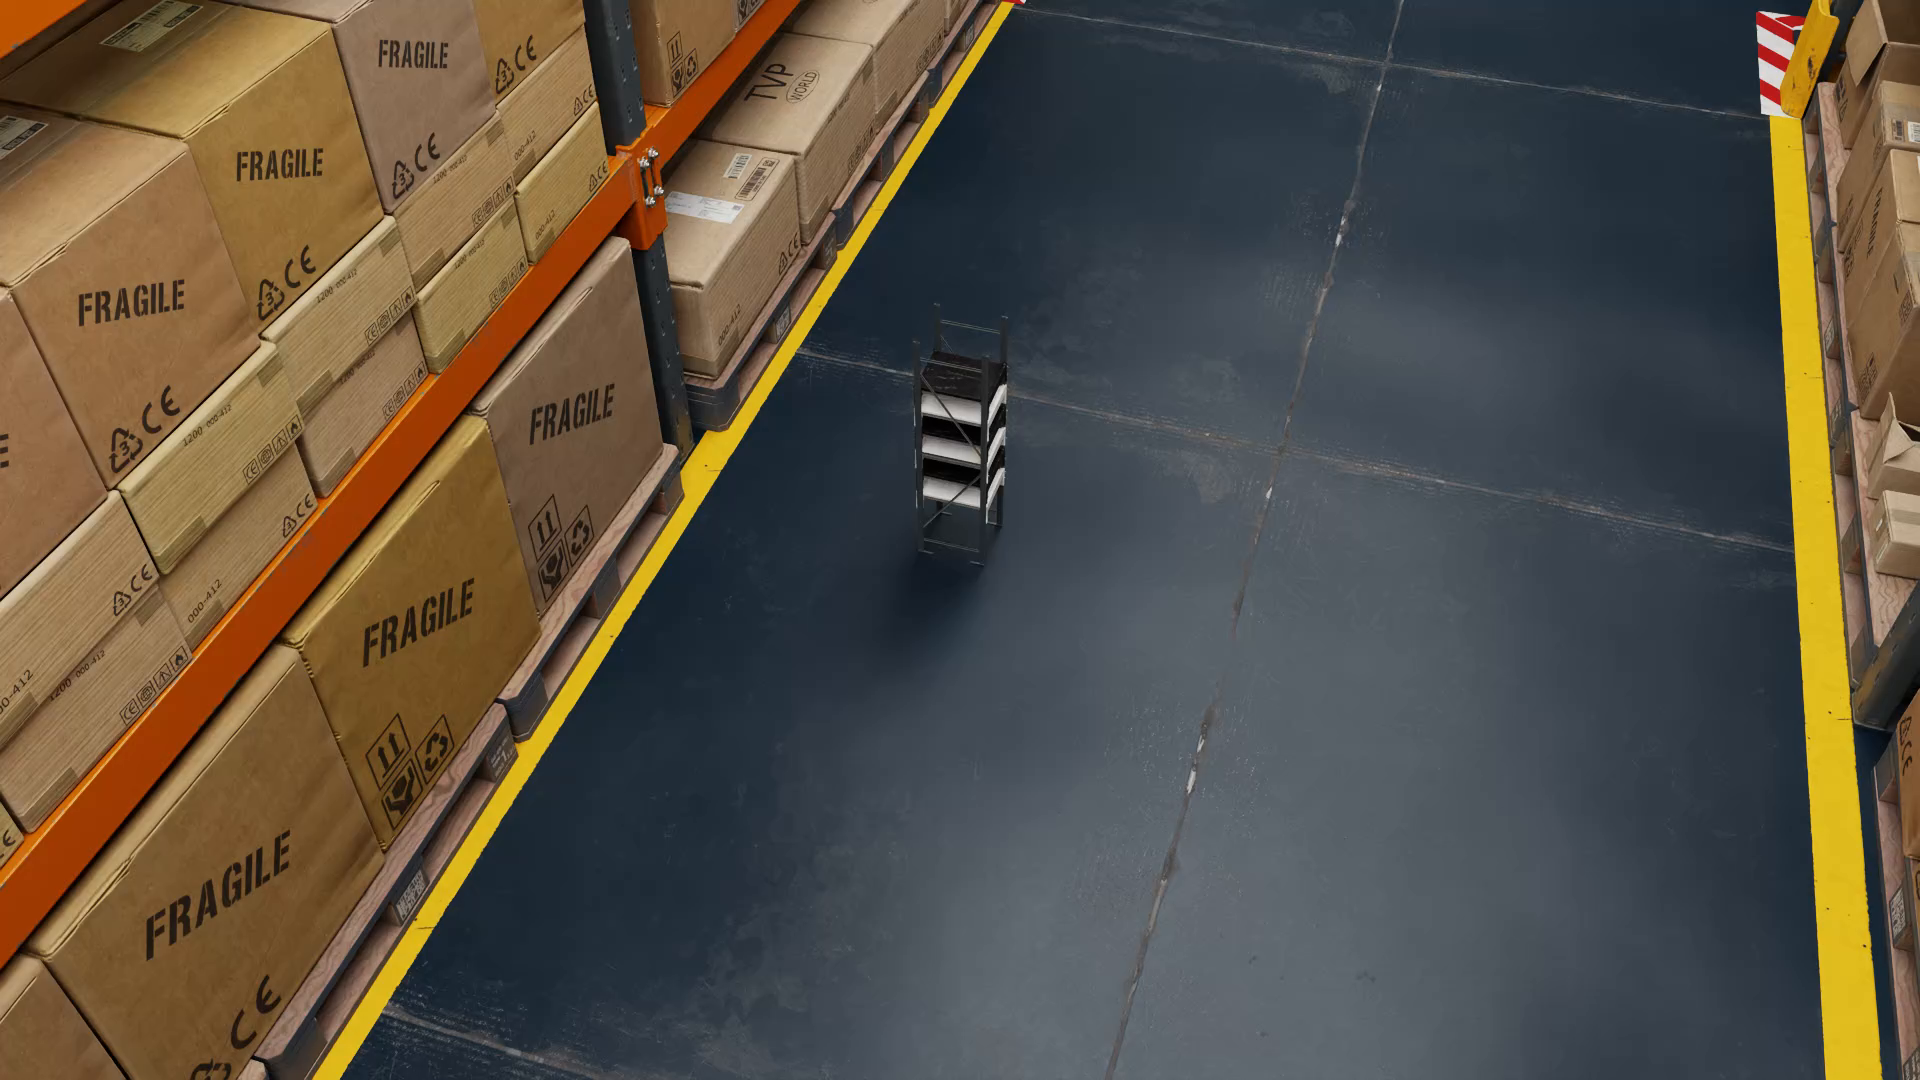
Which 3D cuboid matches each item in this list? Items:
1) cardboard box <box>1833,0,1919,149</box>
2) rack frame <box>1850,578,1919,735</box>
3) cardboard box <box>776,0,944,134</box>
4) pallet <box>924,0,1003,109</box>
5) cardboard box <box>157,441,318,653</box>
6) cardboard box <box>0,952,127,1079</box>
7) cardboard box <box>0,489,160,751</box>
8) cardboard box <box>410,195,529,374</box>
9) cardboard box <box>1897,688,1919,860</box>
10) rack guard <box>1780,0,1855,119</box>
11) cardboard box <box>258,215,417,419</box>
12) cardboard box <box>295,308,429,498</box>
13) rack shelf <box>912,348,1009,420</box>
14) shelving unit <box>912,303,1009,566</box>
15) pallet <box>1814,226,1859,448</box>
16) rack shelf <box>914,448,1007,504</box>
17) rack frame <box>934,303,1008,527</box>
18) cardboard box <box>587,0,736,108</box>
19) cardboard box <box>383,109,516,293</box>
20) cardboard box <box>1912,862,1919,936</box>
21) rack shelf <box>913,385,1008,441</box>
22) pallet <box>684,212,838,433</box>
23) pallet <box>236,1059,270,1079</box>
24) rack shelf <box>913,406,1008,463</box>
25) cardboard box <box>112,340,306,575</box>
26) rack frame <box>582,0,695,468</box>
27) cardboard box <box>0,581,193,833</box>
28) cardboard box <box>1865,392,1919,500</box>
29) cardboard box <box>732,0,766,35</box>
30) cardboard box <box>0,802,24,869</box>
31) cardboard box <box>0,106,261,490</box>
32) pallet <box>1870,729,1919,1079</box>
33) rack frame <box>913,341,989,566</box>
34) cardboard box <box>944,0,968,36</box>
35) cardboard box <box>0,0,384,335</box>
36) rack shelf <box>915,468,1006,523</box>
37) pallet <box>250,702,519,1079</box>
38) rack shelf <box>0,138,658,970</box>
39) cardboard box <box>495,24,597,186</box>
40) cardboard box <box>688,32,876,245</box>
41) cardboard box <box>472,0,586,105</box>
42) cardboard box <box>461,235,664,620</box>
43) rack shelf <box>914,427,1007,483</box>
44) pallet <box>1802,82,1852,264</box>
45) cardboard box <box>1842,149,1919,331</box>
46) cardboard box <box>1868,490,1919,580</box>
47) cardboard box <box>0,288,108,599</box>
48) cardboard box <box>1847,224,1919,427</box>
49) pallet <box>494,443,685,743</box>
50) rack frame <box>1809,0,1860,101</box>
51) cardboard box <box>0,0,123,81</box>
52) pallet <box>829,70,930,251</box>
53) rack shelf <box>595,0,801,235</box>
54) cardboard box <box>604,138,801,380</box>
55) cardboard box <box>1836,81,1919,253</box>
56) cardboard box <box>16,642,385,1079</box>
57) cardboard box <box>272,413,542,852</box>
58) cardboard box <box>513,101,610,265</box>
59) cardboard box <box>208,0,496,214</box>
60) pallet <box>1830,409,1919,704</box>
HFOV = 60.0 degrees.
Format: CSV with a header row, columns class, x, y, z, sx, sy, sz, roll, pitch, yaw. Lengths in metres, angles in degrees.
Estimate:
class,x,y,z,sx,sy,sz,roll,pitch,yaw
cardboard box,4.201,-1.966,7.099,0.797,0.503,0.637,11,45,11
rack frame,3.265,-0.430,4.045,1.000,3.000,0.127,13,46,13
cardboard box,-0.629,-2.306,7.494,0.875,0.438,0.875,14,46,14
pallet,-0.423,-2.599,8.255,1.003,0.211,1.213,13,46,13
cardboard box,-1.841,-0.056,3.770,0.500,0.250,0.500,13,46,13
cardboard box,-2.390,1.354,3.440,0.875,0.875,0.875,12,46,12
cardboard box,-1.969,0.103,3.250,0.500,0.250,0.500,12,46,12
cardboard box,-1.517,-0.733,4.462,0.500,0.250,0.500,12,46,12
cardboard box,2.904,0.588,4.491,0.500,0.500,0.500,14,46,14
rack guard,4.454,-2.152,7.592,1.175,0.500,0.348,13,46,13
cardboard box,-1.664,-0.577,3.945,0.500,0.250,0.500,14,46,13
cardboard box,-1.688,-0.401,4.122,0.500,0.250,0.500,11,46,11
rack shelf,0.002,-0.496,5.275,0.258,0.077,0.200,13,46,12
shelving unit,0.002,-0.327,5.441,0.258,0.900,0.210,13,46,12
pallet,3.842,-0.706,6.321,1.003,0.211,1.213,13,46,13
rack shelf,0.002,-0.239,5.527,0.258,0.077,0.200,13,46,12
rack frame,0.033,-0.395,5.510,0.240,0.900,0.006,13,46,12
cardboard box,-1.075,-1.772,5.344,0.500,0.500,0.500,14,46,14
cardboard box,-1.513,-0.924,4.299,0.500,0.250,0.500,14,46,13
cardboard box,2.752,0.945,4.126,0.500,0.500,0.500,12,46,12
rack shelf,0.002,-0.432,5.338,0.258,0.077,0.200,13,46,12
pallet,-1.162,-0.972,6.593,1.003,0.211,1.213,13,46,13
pallet,-2.367,1.675,3.888,1.003,0.211,1.213,13,46,13
rack shelf,0.002,-0.368,5.401,0.258,0.077,0.200,13,46,12
cardboard box,-1.803,-0.232,3.592,0.500,0.250,0.500,13,46,13
rack frame,-1.467,-1.479,5.116,1.000,3.000,0.127,13,46,13
cardboard box,-1.987,0.274,3.433,0.500,0.250,0.500,14,46,14
cardboard box,3.262,-0.274,5.540,0.396,0.266,0.258,14,46,14
cardboard box,-0.919,-2.106,5.686,0.500,0.500,0.500,13,46,13
cardboard box,-2.151,0.622,3.077,0.500,0.250,0.500,11,46,11
cardboard box,-1.827,-0.492,3.322,0.500,0.500,0.500,13,46,13
pallet,3.055,1.117,4.458,1.003,0.211,1.213,13,46,13
rack frame,-0.028,-0.259,5.372,0.240,0.900,0.006,13,46,12
cardboard box,-0.360,-2.918,8.119,0.875,0.438,0.875,11,45,11
cardboard box,-1.684,-0.841,3.678,0.500,0.500,0.500,14,46,14
rack shelf,0.002,-0.175,5.590,0.258,0.077,0.200,13,46,12
pallet,-1.996,0.864,4.716,1.003,0.211,1.213,13,46,13
rack shelf,-2.072,0.112,4.006,1.077,0.370,4.000,13,46,13
cardboard box,-1.368,-1.258,4.641,0.500,0.250,0.500,12,46,12
cardboard box,-0.904,-1.706,6.880,0.875,0.438,0.875,11,45,11
cardboard box,-1.363,-1.521,4.373,0.500,0.500,0.500,14,46,14
cardboard box,-1.578,-0.439,5.273,0.875,0.875,0.875,14,46,14
rack shelf,0.002,-0.303,5.464,0.258,0.077,0.200,13,46,12
pallet,4.213,-1.517,7.150,1.003,0.211,1.213,13,46,13
cardboard box,3.650,-1.072,6.188,0.500,0.500,0.500,13,46,13
cardboard box,3.154,0.005,5.338,0.380,0.149,0.250,11,45,11
cardboard box,-1.983,-0.157,2.979,0.500,0.500,0.500,14,46,14
cardboard box,3.591,-0.712,5.819,0.700,0.500,0.500,11,45,11
pallet,-1.628,0.048,5.550,1.003,0.211,1.213,13,46,13
rack frame,4.477,-3.096,6.769,1.000,3.000,0.127,13,46,13
cardboard box,-2.156,-0.961,3.801,0.500,0.500,0.500,11,46,12
pallet,-0.794,-1.788,7.426,1.003,0.211,1.213,13,46,12
rack shelf,-0.861,-2.555,6.730,1.077,0.370,4.000,13,46,13
cardboard box,-1.174,-1.109,6.270,0.875,0.438,0.875,12,46,12
cardboard box,3.905,-1.404,6.527,0.700,0.500,0.500,14,46,14
cardboard box,-2.115,0.760,4.047,0.875,0.875,0.875,13,46,13
cardboard box,-1.844,0.165,4.656,0.875,0.875,0.875,14,46,14
cardboard box,-1.362,-1.073,4.809,0.500,0.250,0.500,12,46,12
cardboard box,-1.512,-1.174,4.019,0.500,0.500,0.500,13,46,13
pallet,3.474,0.109,5.487,1.003,0.211,1.213,13,46,13
